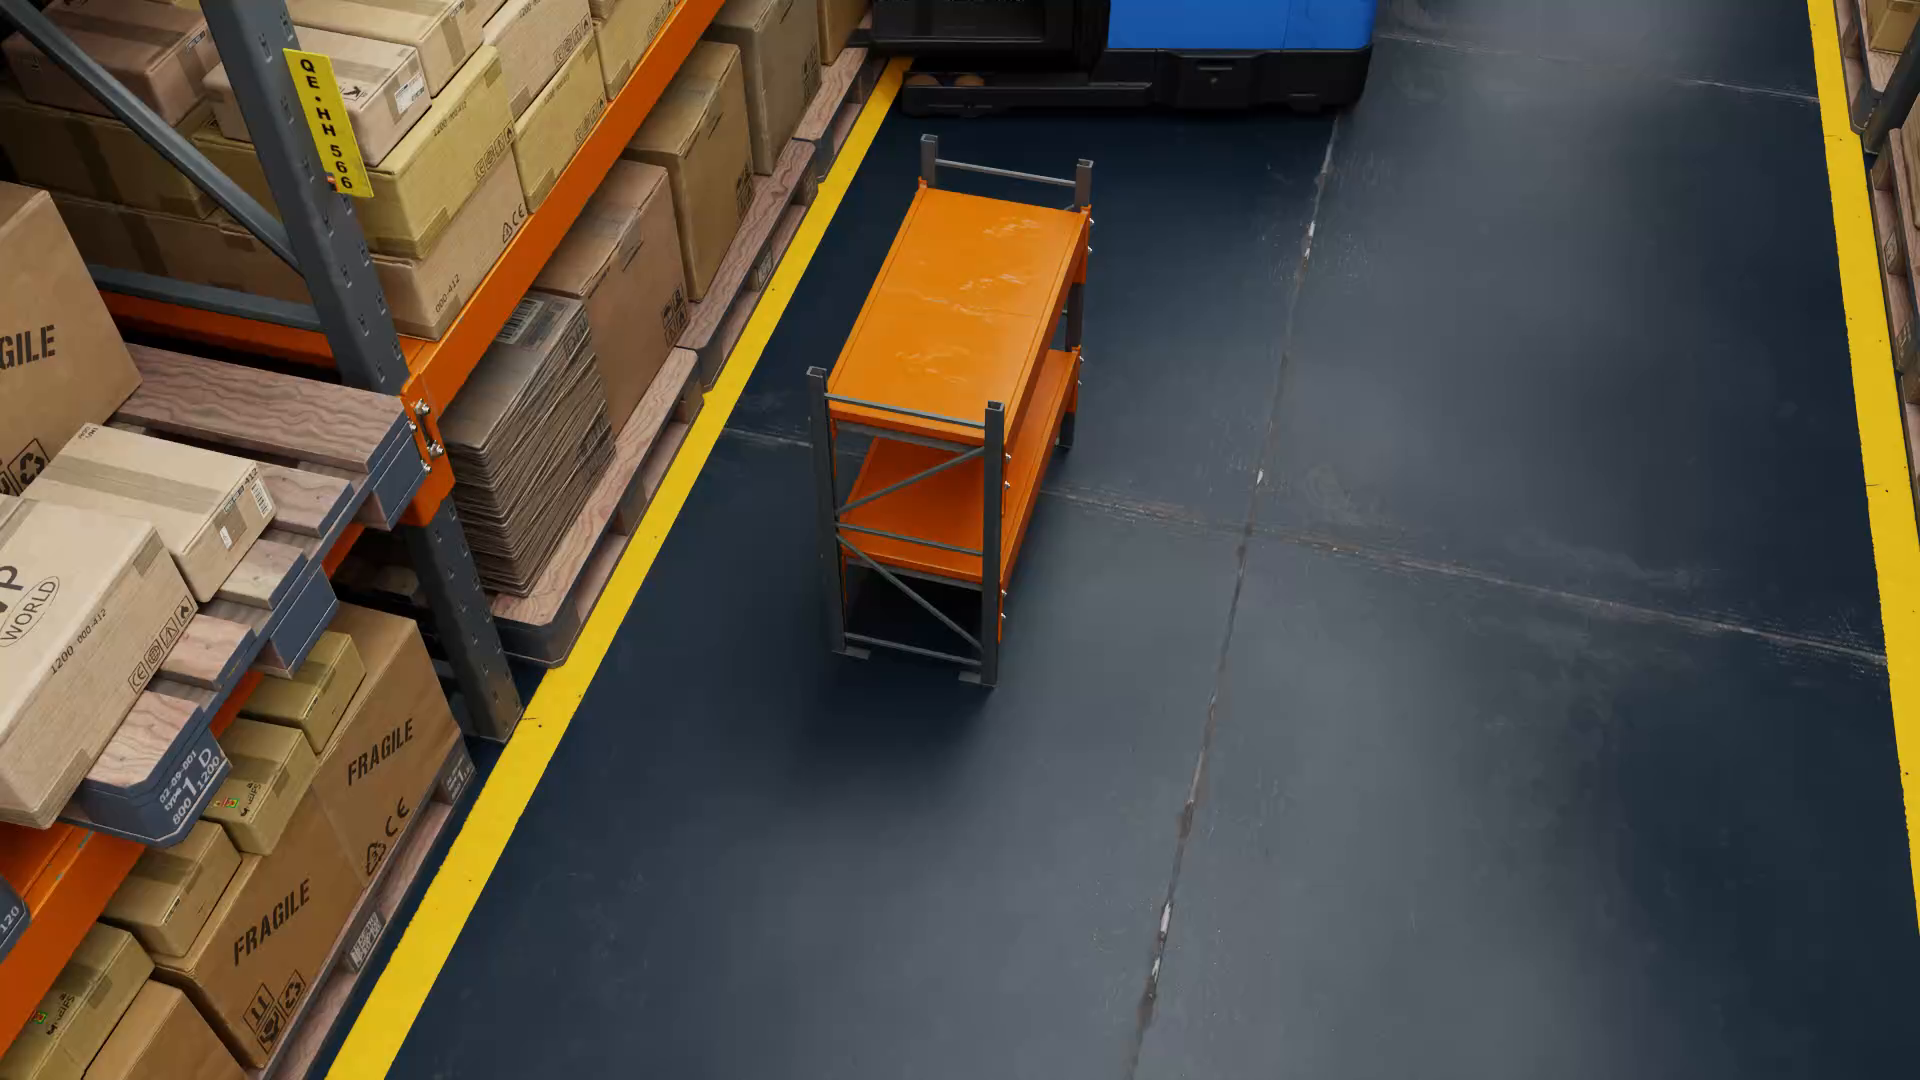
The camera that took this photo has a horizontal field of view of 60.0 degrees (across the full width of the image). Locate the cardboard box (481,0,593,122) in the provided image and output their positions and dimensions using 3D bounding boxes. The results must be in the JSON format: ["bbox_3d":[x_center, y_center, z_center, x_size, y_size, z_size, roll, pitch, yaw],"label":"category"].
[{"bbox_3d":[-1.272,-1.301,4.164,0.500,0.250,0.500,13,50,11],"label":"cardboard box"}]

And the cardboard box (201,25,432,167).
[{"bbox_3d":[-1.389,-0.971,3.607,0.380,0.149,0.250,13,50,11],"label":"cardboard box"}]

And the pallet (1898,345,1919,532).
[{"bbox_3d":[3.562,-0.096,5.194,1.003,0.211,1.213,12,50,10],"label":"pallet"}]

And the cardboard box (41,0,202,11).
[{"bbox_3d":[-1.906,-1.285,3.884,0.380,0.149,0.250,13,50,11],"label":"cardboard box"}]

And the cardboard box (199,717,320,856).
[{"bbox_3d":[-1.685,0.533,3.733,0.380,0.149,0.250,9,49,8],"label":"cardboard box"}]

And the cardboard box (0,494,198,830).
[{"bbox_3d":[-1.723,0.187,2.904,0.500,0.250,0.500,9,49,8],"label":"cardboard box"}]

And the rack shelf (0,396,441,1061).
[{"bbox_3d":[-2.284,1.134,2.728,1.077,0.370,4.000,12,50,10],"label":"rack shelf"}]

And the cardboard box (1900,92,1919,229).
[{"bbox_3d":[3.949,-1.357,5.919,0.950,0.372,0.625,12,50,11],"label":"cardboard box"}]

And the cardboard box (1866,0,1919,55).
[{"bbox_3d":[3.981,-2.177,6.725,0.500,0.250,0.500,14,50,12],"label":"cardboard box"}]

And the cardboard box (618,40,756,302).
[{"bbox_3d":[-1.239,-1.314,5.713,0.875,0.625,0.625,10,49,8],"label":"cardboard box"}]

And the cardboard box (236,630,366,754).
[{"bbox_3d":[-1.643,0.330,3.913,0.380,0.149,0.250,9,49,8],"label":"cardboard box"}]

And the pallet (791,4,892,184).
[{"bbox_3d":[-0.861,-1.981,6.857,1.003,0.211,1.213,12,50,10],"label":"pallet"}]

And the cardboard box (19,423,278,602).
[{"bbox_3d":[-1.560,-0.056,3.186,0.380,0.149,0.250,12,50,11],"label":"cardboard box"}]

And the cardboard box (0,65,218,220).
[{"bbox_3d":[-1.907,-1.046,3.939,0.500,0.250,0.500,13,50,11],"label":"cardboard box"}]

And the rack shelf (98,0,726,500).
[{"bbox_3d":[-1.231,-1.759,5.282,1.077,0.370,4.000,12,50,10],"label":"rack shelf"}]

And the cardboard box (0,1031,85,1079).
[{"bbox_3d":[-1.975,1.078,3.253,0.380,0.149,0.250,11,49,9],"label":"cardboard box"}]

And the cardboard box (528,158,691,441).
[{"bbox_3d":[-1.416,-0.827,5.283,0.875,0.625,0.625,13,50,11],"label":"cardboard box"}]

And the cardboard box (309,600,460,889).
[{"bbox_3d":[-1.661,0.486,4.208,0.500,0.500,0.500,13,50,11],"label":"cardboard box"}]

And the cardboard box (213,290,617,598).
[{"bbox_3d":[-1.580,-0.352,4.864,0.875,0.625,0.625,13,50,11],"label":"cardboard box"}]

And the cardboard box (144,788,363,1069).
[{"bbox_3d":[-1.803,0.846,3.890,0.500,0.500,0.500,11,49,9],"label":"cardboard box"}]

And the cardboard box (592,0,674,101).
[{"bbox_3d":[-1.139,-1.511,4.683,0.500,0.250,0.500,10,49,9],"label":"cardboard box"}]

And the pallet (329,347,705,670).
[{"bbox_3d":[-1.503,-0.216,5.300,1.003,0.211,1.213,12,50,10],"label":"pallet"}]

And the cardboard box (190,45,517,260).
[{"bbox_3d":[-1.381,-0.934,3.841,0.500,0.250,0.500,12,50,10],"label":"cardboard box"}]

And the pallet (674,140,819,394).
[{"bbox_3d":[-1.180,-1.096,6.076,1.003,0.211,1.213,12,50,10],"label":"pallet"}]

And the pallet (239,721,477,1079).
[{"bbox_3d":[-1.990,0.904,4.311,1.003,0.211,1.213,12,50,10],"label":"pallet"}]

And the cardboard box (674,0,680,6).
[{"bbox_3d":[-1.001,-1.886,5.014,0.500,0.250,0.500,13,50,11],"label":"cardboard box"}]

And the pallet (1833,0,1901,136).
[{"bbox_3d":[4.228,-2.037,6.907,1.003,0.211,1.213,12,50,10],"label":"pallet"}]

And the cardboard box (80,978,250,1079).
[{"bbox_3d":[-1.938,1.225,3.556,0.500,0.500,0.500,14,50,12],"label":"cardboard box"}]

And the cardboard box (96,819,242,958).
[{"bbox_3d":[-1.797,0.715,3.573,0.380,0.149,0.250,10,49,9],"label":"cardboard box"}]

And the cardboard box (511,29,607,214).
[{"bbox_3d":[-1.268,-1.137,4.353,0.500,0.250,0.500,11,49,9],"label":"cardboard box"}]

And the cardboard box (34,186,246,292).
[{"bbox_3d":[-1.886,-0.877,4.123,0.500,0.250,0.500,11,49,9],"label":"cardboard box"}]

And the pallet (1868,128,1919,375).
[{"bbox_3d":[3.881,-0.981,5.975,1.003,0.211,1.213,12,50,10],"label":"pallet"}]

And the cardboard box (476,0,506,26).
[{"bbox_3d":[-1.278,-1.355,3.946,0.380,0.149,0.250,13,50,11],"label":"cardboard box"}]

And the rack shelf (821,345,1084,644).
[{"bbox_3d":[-0.002,-0.206,5.007,0.538,0.278,1.000,12,50,10],"label":"rack shelf"}]

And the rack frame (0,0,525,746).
[{"bbox_3d":[-1.757,-0.551,3.736,1.000,3.000,0.127,12,50,10],"label":"rack frame"}]

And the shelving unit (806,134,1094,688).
[{"bbox_3d":[-0.002,-0.367,4.824,0.538,1.125,1.048,12,50,10],"label":"shelving unit"}]

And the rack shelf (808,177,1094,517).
[{"bbox_3d":[-0.002,-0.561,4.605,0.538,0.278,1.000,12,50,10],"label":"rack shelf"}]

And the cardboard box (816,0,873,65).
[{"bbox_3d":[-0.831,-2.418,6.687,0.875,0.625,0.625,14,50,12],"label":"cardboard box"}]

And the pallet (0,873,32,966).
[{"bbox_3d":[-2.265,0.920,2.565,1.003,0.211,1.213,12,50,10],"label":"pallet"}]

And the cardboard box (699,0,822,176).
[{"bbox_3d":[-1.043,-1.858,6.193,0.875,0.625,0.625,11,50,10],"label":"cardboard box"}]

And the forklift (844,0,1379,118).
[{"bbox_3d":[0.132,-3.086,6.018,3.031,2.935,1.130,0,49,0],"label":"forklift"}]

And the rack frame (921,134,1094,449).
[{"bbox_3d":[0.132,-0.735,5.148,0.500,1.125,0.032,12,50,10],"label":"rack frame"}]

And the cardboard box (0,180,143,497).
[{"bbox_3d":[-2.044,-0.381,3.239,0.500,0.500,0.500,14,50,12],"label":"cardboard box"}]

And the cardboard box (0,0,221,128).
[{"bbox_3d":[-1.867,-1.074,3.698,0.380,0.149,0.250,13,50,11],"label":"cardboard box"}]

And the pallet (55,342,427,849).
[{"bbox_3d":[-1.868,0.017,3.363,1.213,0.211,1.003,12,50,10],"label":"pallet"}]

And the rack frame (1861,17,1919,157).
[{"bbox_3d":[4.085,-2.467,5.427,1.000,3.000,0.127,12,50,10],"label":"rack frame"}]

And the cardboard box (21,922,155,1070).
[{"bbox_3d":[-1.910,0.897,3.412,0.380,0.149,0.250,13,50,11],"label":"cardboard box"}]

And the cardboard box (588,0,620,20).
[{"bbox_3d":[-1.117,-1.676,4.495,0.500,0.250,0.500,10,49,9],"label":"cardboard box"}]

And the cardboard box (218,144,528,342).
[{"bbox_3d":[-1.405,-0.774,4.032,0.500,0.250,0.500,12,50,10],"label":"cardboard box"}]

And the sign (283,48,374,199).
[{"bbox_3d":[-1.231,-0.808,3.243,0.100,0.325,0.005,12,50,10],"label":"sign"}]

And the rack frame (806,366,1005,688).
[{"bbox_3d":[-0.136,0.000,4.499,0.500,1.125,0.032,12,50,10],"label":"rack frame"}]

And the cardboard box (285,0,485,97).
[{"bbox_3d":[-1.320,-1.164,3.778,0.380,0.149,0.250,13,50,11],"label":"cardboard box"}]
